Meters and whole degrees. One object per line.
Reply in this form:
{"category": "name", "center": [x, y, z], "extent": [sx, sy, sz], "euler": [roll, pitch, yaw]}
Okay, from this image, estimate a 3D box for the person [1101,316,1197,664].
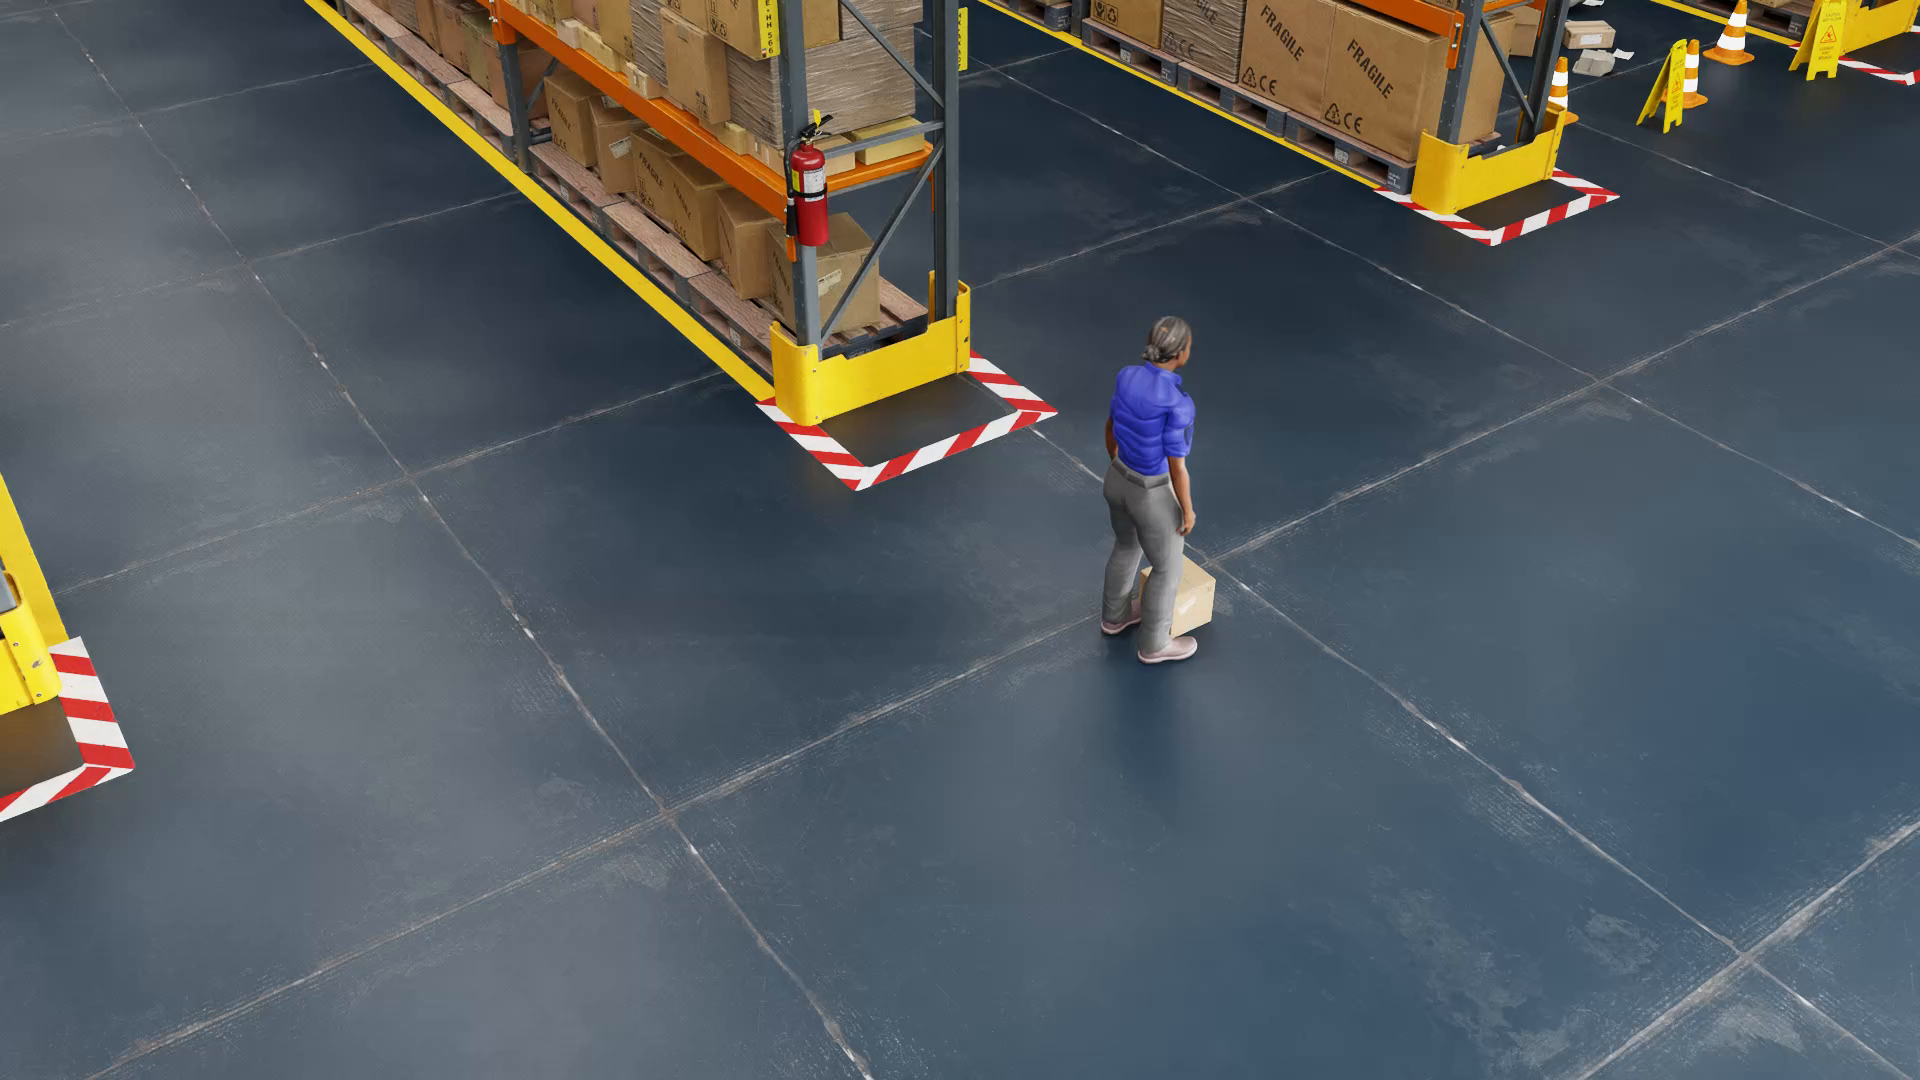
{"category": "person", "center": [0.837, -0.216, 7.296], "extent": [0.353, 1.654, 0.518], "euler": [-24, 43, -28]}
